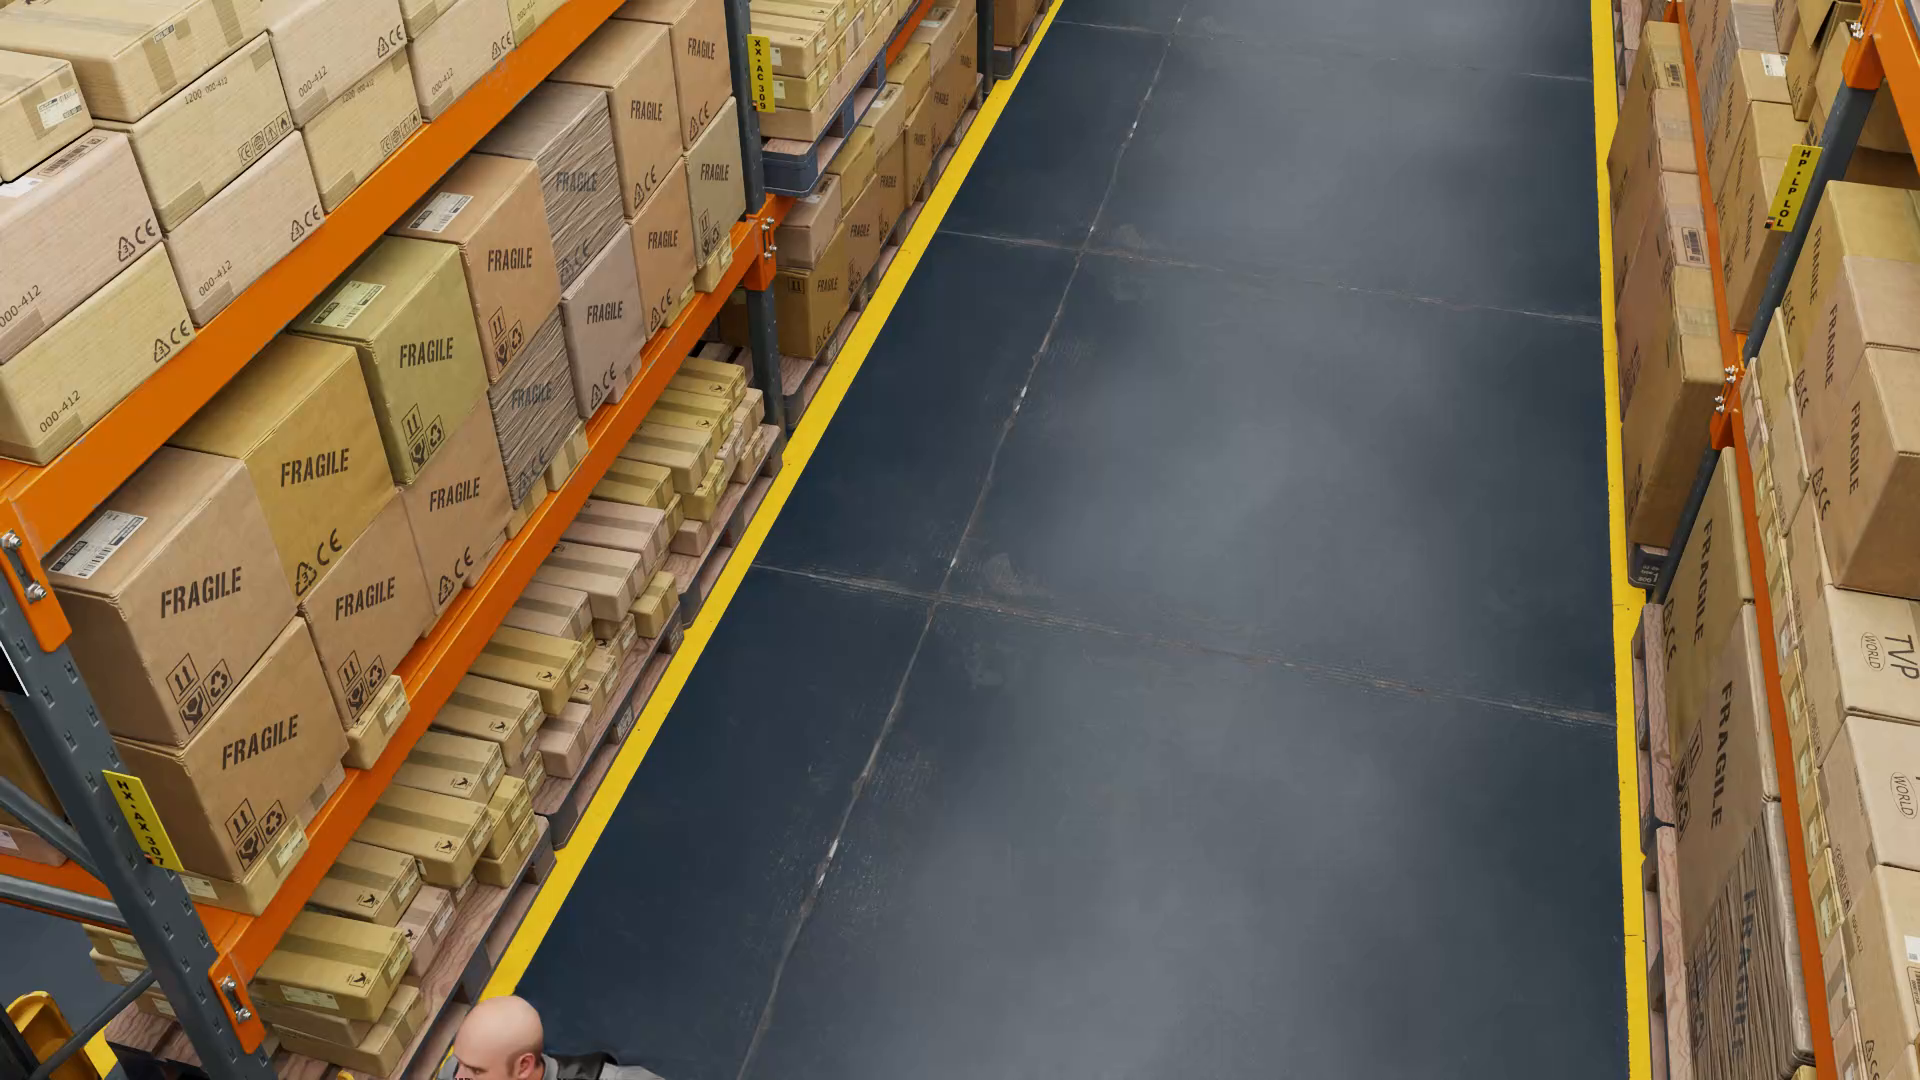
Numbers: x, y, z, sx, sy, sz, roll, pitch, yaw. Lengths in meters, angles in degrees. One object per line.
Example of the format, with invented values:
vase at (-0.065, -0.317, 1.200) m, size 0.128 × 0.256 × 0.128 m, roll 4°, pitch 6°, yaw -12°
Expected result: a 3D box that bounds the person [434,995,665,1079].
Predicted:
person at (-0.976, 1.703, 4.214) m, size 0.695 × 1.725 × 0.704 m, roll 14°, pitch 43°, yaw 16°
